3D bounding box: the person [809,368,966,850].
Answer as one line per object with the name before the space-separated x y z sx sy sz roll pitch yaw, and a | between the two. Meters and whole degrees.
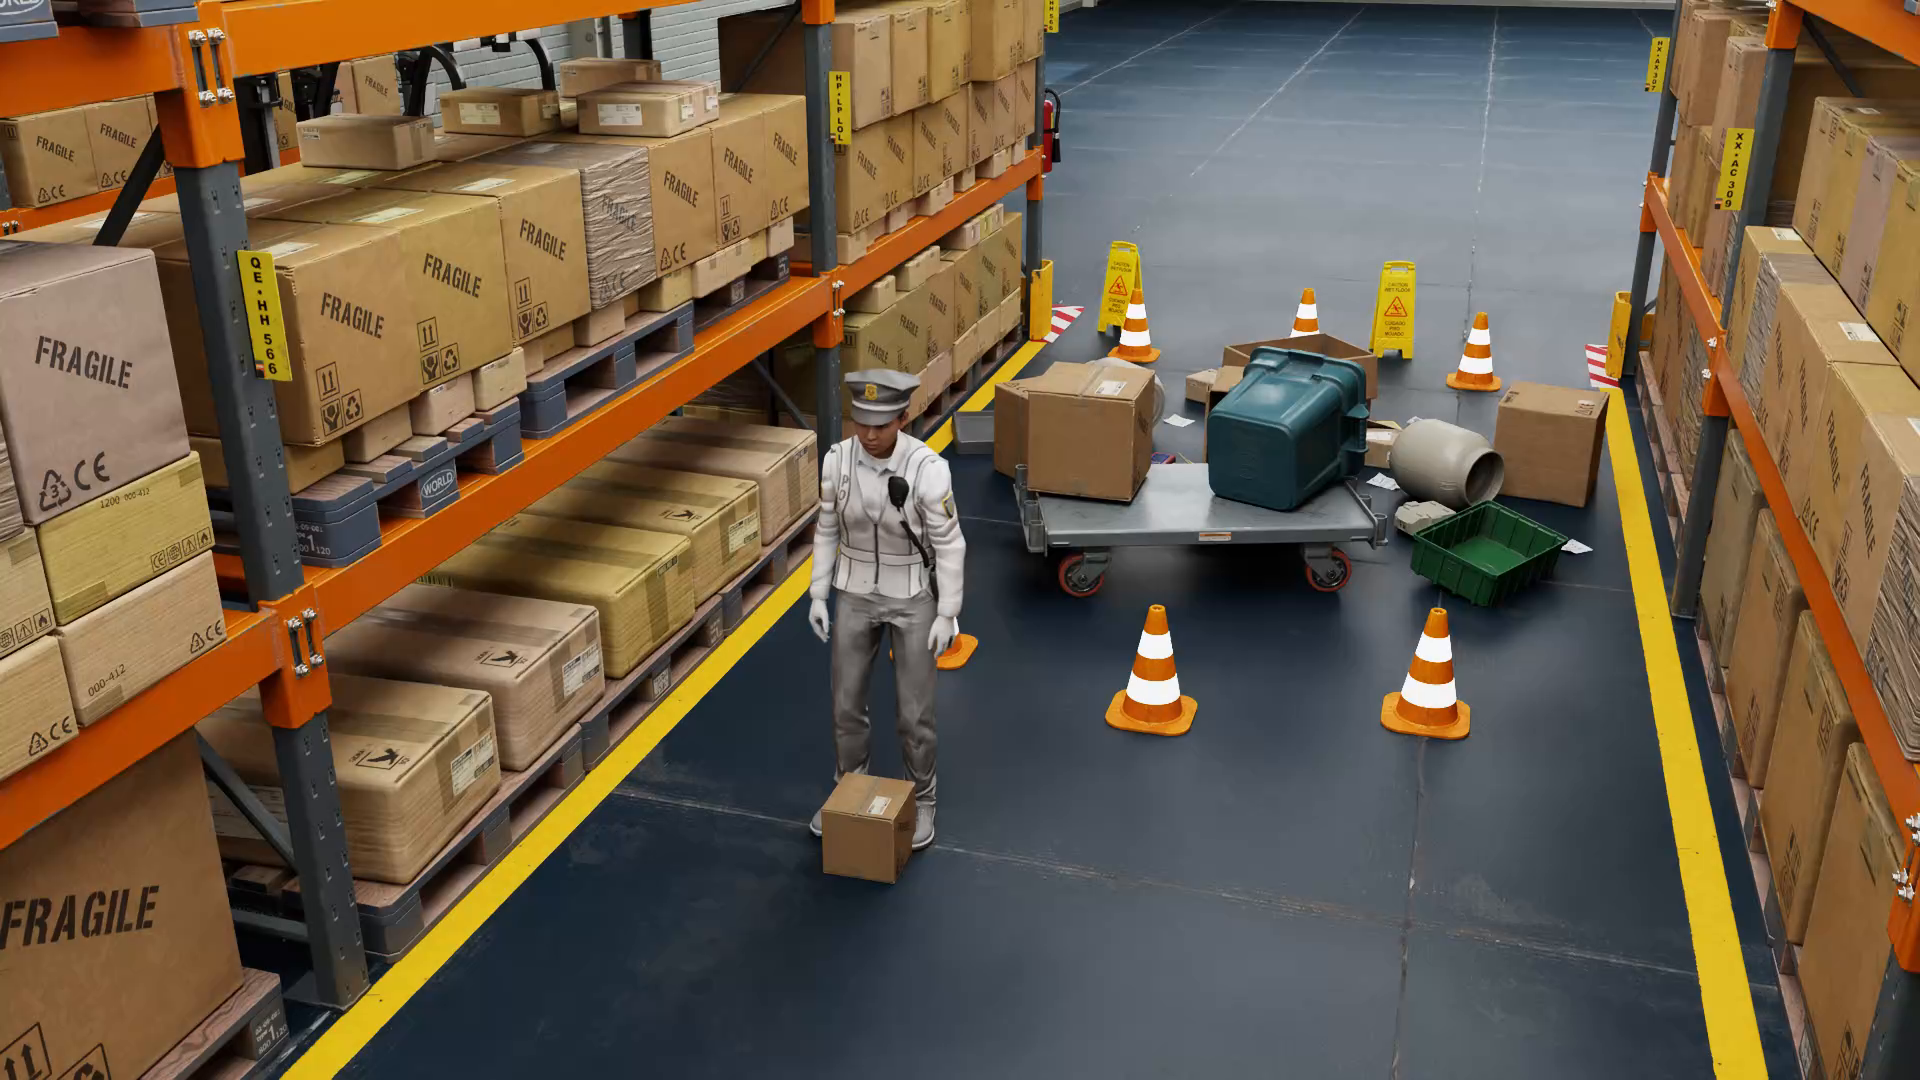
person | -0.246 0.224 5.533 0.529 1.663 0.371 7 23 16
